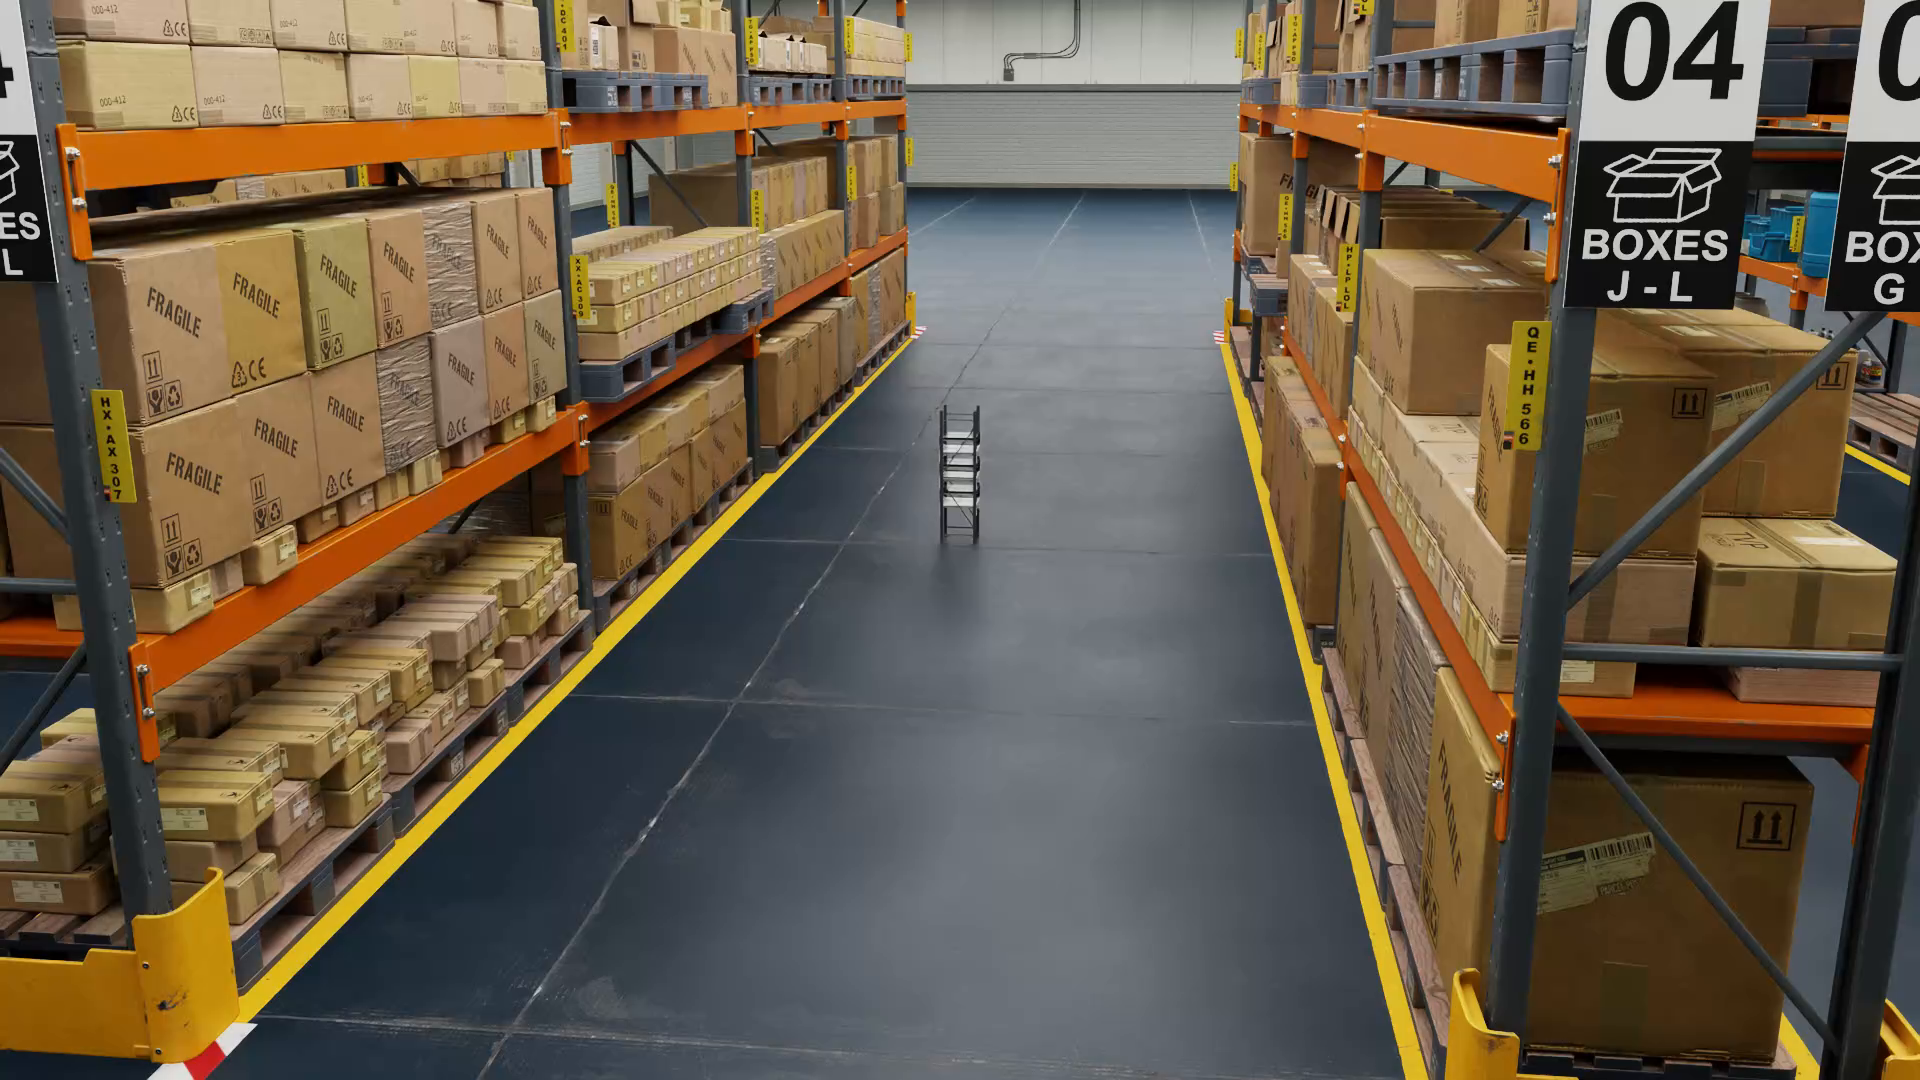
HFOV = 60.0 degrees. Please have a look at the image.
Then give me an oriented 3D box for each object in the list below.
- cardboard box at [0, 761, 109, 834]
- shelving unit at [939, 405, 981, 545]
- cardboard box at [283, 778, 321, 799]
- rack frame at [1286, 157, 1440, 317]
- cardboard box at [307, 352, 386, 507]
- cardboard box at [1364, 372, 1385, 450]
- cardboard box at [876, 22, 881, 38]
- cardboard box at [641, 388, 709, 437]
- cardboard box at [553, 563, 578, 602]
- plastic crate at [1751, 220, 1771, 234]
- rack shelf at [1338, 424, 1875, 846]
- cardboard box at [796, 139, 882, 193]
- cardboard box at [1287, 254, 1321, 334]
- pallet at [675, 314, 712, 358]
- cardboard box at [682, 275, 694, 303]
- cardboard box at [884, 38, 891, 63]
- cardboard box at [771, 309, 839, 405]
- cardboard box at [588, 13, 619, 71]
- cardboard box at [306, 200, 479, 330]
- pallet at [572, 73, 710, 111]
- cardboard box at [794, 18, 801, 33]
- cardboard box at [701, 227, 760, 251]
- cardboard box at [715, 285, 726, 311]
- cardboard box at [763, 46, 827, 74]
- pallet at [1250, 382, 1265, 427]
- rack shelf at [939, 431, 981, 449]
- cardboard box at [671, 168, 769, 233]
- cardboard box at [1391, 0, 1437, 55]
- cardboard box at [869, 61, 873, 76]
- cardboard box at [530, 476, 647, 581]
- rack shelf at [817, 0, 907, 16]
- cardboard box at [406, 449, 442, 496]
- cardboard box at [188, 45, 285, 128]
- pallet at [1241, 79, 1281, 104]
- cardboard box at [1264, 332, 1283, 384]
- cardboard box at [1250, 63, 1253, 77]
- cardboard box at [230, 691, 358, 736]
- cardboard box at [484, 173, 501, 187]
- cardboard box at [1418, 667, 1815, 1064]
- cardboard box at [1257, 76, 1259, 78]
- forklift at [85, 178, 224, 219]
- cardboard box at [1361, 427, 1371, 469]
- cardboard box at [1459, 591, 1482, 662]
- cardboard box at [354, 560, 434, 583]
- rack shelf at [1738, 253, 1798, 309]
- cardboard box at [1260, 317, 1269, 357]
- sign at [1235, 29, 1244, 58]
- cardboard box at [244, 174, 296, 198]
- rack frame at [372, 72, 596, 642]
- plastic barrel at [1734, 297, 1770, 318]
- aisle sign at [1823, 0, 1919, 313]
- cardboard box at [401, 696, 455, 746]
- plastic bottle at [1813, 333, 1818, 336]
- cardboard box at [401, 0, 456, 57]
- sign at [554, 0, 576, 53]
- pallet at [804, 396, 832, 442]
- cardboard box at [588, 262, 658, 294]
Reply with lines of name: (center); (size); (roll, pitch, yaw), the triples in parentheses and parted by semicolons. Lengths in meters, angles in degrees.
cardboard box: (-3.147, 0.877, 5.688); (0.380, 0.149, 0.250); (2, 15, 7)
shelving unit: (-0.001, -0.432, 11.037); (0.258, 0.900, 0.210); (2, 15, 6)
cardboard box: (-2.614, 0.902, 6.167); (0.380, 0.149, 0.250); (2, 15, 7)
rack frame: (2.864, -1.767, 11.949); (1.000, 3.000, 0.127); (2, 15, 6)
cardboard box: (-2.527, -0.430, 6.246); (0.500, 0.500, 0.500); (2, 15, 7)
cardboard box: (2.039, -0.557, 7.194); (0.500, 0.250, 0.500); (2, 15, 6)
cardboard box: (-1.051, -5.418, 17.663); (0.380, 0.149, 0.250); (2, 15, 6)
cardboard box: (-1.988, -0.849, 11.104); (0.500, 0.250, 0.500); (2, 15, 8)
cardboard box: (-2.223, 0.219, 8.691); (0.380, 0.149, 0.250); (2, 15, 7)
plastic crate: (8.850, -3.317, 17.967); (0.499, 0.251, 0.408); (2, 15, 6)
rack shelf: (2.187, 0.137, 6.288); (1.077, 0.370, 4.000); (2, 15, 6)
cardboard box: (-1.329, -4.084, 18.165); (0.875, 0.550, 0.500); (2, 15, 6)
cardboard box: (2.539, -1.697, 11.499); (0.500, 0.500, 0.500); (2, 15, 8)
pallet: (-2.235, -1.332, 10.708); (1.003, 0.211, 1.213); (2, 15, 6)
cardboard box: (-1.859, -1.556, 10.275); (0.380, 0.149, 0.250); (1, 15, 5)
cardboard box: (-1.042, -5.389, 18.320); (0.500, 0.250, 0.500); (2, 15, 6)
cardboard box: (-1.694, -1.679, 15.132); (1.050, 0.750, 0.750); (2, 15, 6)
cardboard box: (-2.196, -2.731, 9.136); (0.500, 0.311, 0.500); (1, 15, 5)
cardboard box: (-2.413, -1.180, 7.101); (0.500, 0.500, 0.500); (2, 15, 8)
pallet: (-2.214, -2.685, 9.958); (1.213, 0.211, 1.003); (2, 15, 6)
cardboard box: (-1.819, -5.174, 16.761); (0.380, 0.149, 0.250); (2, 15, 6)
cardboard box: (-1.652, -2.167, 11.966); (0.380, 0.149, 0.250); (1, 15, 4)
cardboard box: (-1.770, -1.613, 11.059); (0.380, 0.149, 0.250); (1, 15, 4)
cardboard box: (-1.522, -4.415, 15.288); (0.500, 0.250, 0.500); (2, 15, 7)
pallet: (3.229, -1.256, 15.403); (1.003, 0.211, 1.213); (2, 15, 6)
rack shelf: (-0.001, -0.661, 10.975); (0.258, 0.077, 0.200); (2, 15, 6)
cardboard box: (-1.936, -2.717, 13.357); (0.700, 0.500, 0.500); (1, 15, 5)
cardboard box: (2.469, -2.579, 8.210); (0.700, 0.500, 0.500); (2, 15, 8)
cardboard box: (-1.109, -4.902, 17.285); (0.380, 0.149, 0.250); (1, 15, 5)
cardboard box: (-2.157, -0.081, 9.701); (0.500, 0.500, 0.500); (2, 15, 8)
rack shelf: (-1.375, -5.851, 17.704); (1.077, 0.370, 4.000); (2, 15, 6)
cardboard box: (-2.408, -0.292, 6.975); (0.380, 0.149, 0.250); (2, 15, 7)
cardboard box: (-2.587, -1.485, 5.448); (0.500, 0.250, 0.500); (2, 15, 8)
pallet: (3.140, -4.004, 14.838); (1.213, 0.211, 1.003); (2, 15, 6)
cardboard box: (3.225, -1.651, 15.468); (0.700, 0.500, 0.500); (1, 15, 2)
cardboard box: (3.342, -5.080, 17.979); (0.380, 0.149, 0.250); (2, 15, 6)
cardboard box: (-2.545, 0.693, 6.370); (0.380, 0.149, 0.250); (1, 15, 4)
cardboard box: (-5.867, -4.176, 20.099); (0.500, 0.500, 0.500); (1, 15, 5)
cardboard box: (1.954, 0.963, 5.121); (0.875, 0.875, 0.875); (2, 15, 6)
cardboard box: (3.177, -4.441, 16.379); (0.500, 0.250, 0.500); (2, 15, 8)
forklift: (-5.010, -1.177, 9.898); (1.130, 2.935, 3.031); (1, 15, 4)
cardboard box: (1.991, -0.405, 7.393); (0.380, 0.149, 0.250); (2, 15, 8)
cardboard box: (1.702, 0.260, 4.935); (0.380, 0.149, 0.250); (2, 15, 7)
cardboard box: (-2.818, 0.205, 8.176); (0.380, 0.149, 0.250); (1, 15, 5)
rack shelf: (8.463, -2.830, 17.258); (1.077, 0.370, 4.000); (2, 15, 6)
cardboard box: (3.450, -2.215, 17.591); (0.500, 0.500, 0.500); (0, 15, 1)
sign: (3.228, -5.727, 19.176); (0.100, 0.325, 0.005); (2, 15, 6)
cardboard box: (-6.474, -3.102, 15.320); (0.500, 0.500, 0.500); (2, 15, 8)
rack frame: (-2.504, -0.901, 8.749); (1.000, 3.000, 0.127); (2, 15, 6)
plastic barrel: (8.634, -2.394, 18.232); (0.421, 0.512, 0.421); (0, 15, 0)
aisle sign: (2.252, -0.919, 3.835); (0.394, 0.787, 0.004); (2, 15, 6)
cardboard box: (-2.417, 0.781, 7.183); (0.380, 0.149, 0.250); (2, 15, 6)
plastic bottle: (8.846, -2.003, 17.200); (0.152, 0.276, 0.135); (1, 15, 5)
cardboard box: (-2.428, -2.121, 6.844); (0.500, 0.250, 0.500); (2, 15, 9)
sign: (-1.964, -2.585, 8.239); (0.100, 0.325, 0.005); (2, 15, 6)
pallet: (-1.748, -1.111, 14.865); (1.003, 0.211, 1.213); (2, 15, 6)
cardboard box: (-1.945, -1.498, 9.491); (0.380, 0.149, 0.250); (2, 15, 7)
